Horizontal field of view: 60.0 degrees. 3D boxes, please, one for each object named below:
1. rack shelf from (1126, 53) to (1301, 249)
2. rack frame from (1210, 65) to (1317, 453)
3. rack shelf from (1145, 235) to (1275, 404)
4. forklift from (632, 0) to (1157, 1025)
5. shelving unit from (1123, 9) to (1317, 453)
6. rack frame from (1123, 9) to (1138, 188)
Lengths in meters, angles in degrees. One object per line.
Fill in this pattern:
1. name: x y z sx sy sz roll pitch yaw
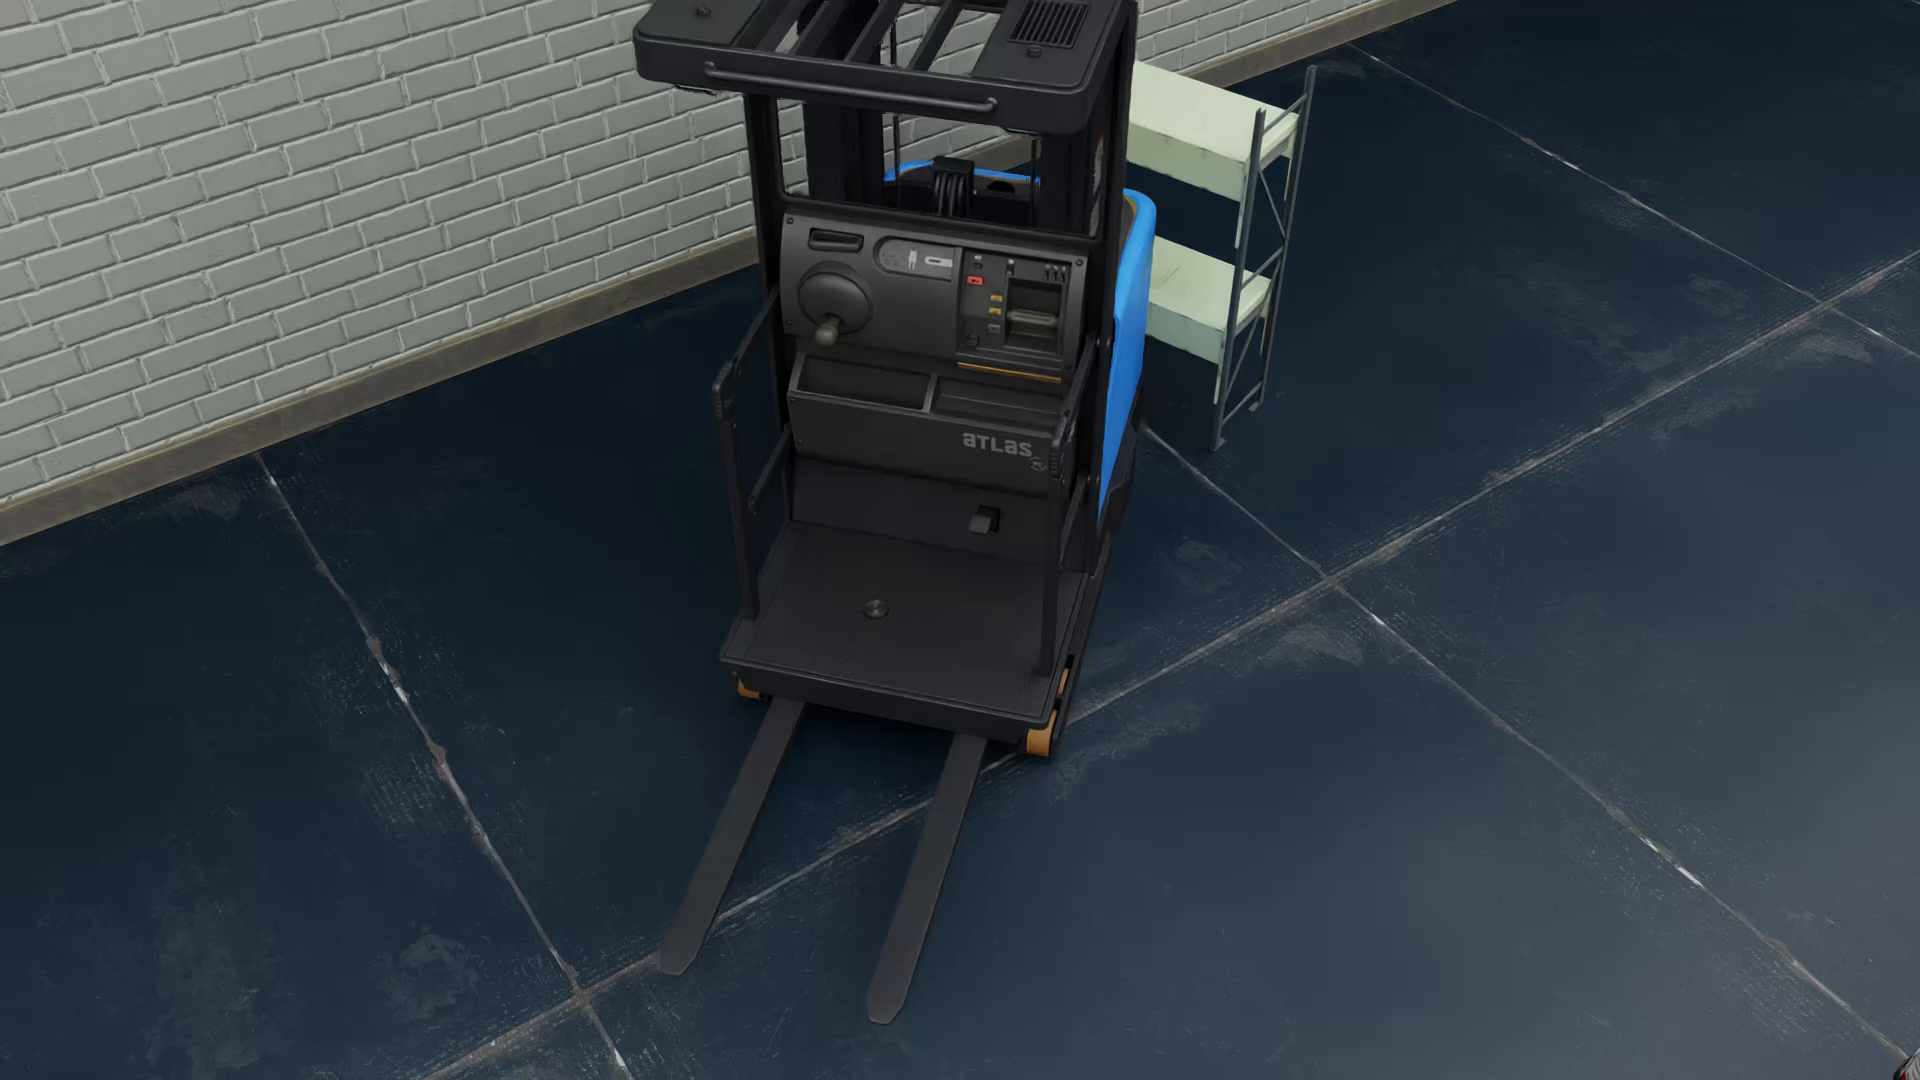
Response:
1. rack shelf: 0.826 -1.438 6.105 0.720 0.370 0.431 27 50 25
2. rack frame: 1.121 -1.006 6.218 0.023 1.500 0.400 27 50 25
3. rack shelf: 0.826 -0.920 6.599 0.720 0.370 0.431 27 50 25
4. forklift: -0.139 -0.644 4.802 1.130 2.935 3.031 10 45 10
5. shelving unit: 0.826 -1.155 6.374 0.755 1.500 0.431 27 50 25
6. rack frame: 0.530 -1.305 6.530 0.023 1.500 0.400 27 50 25
